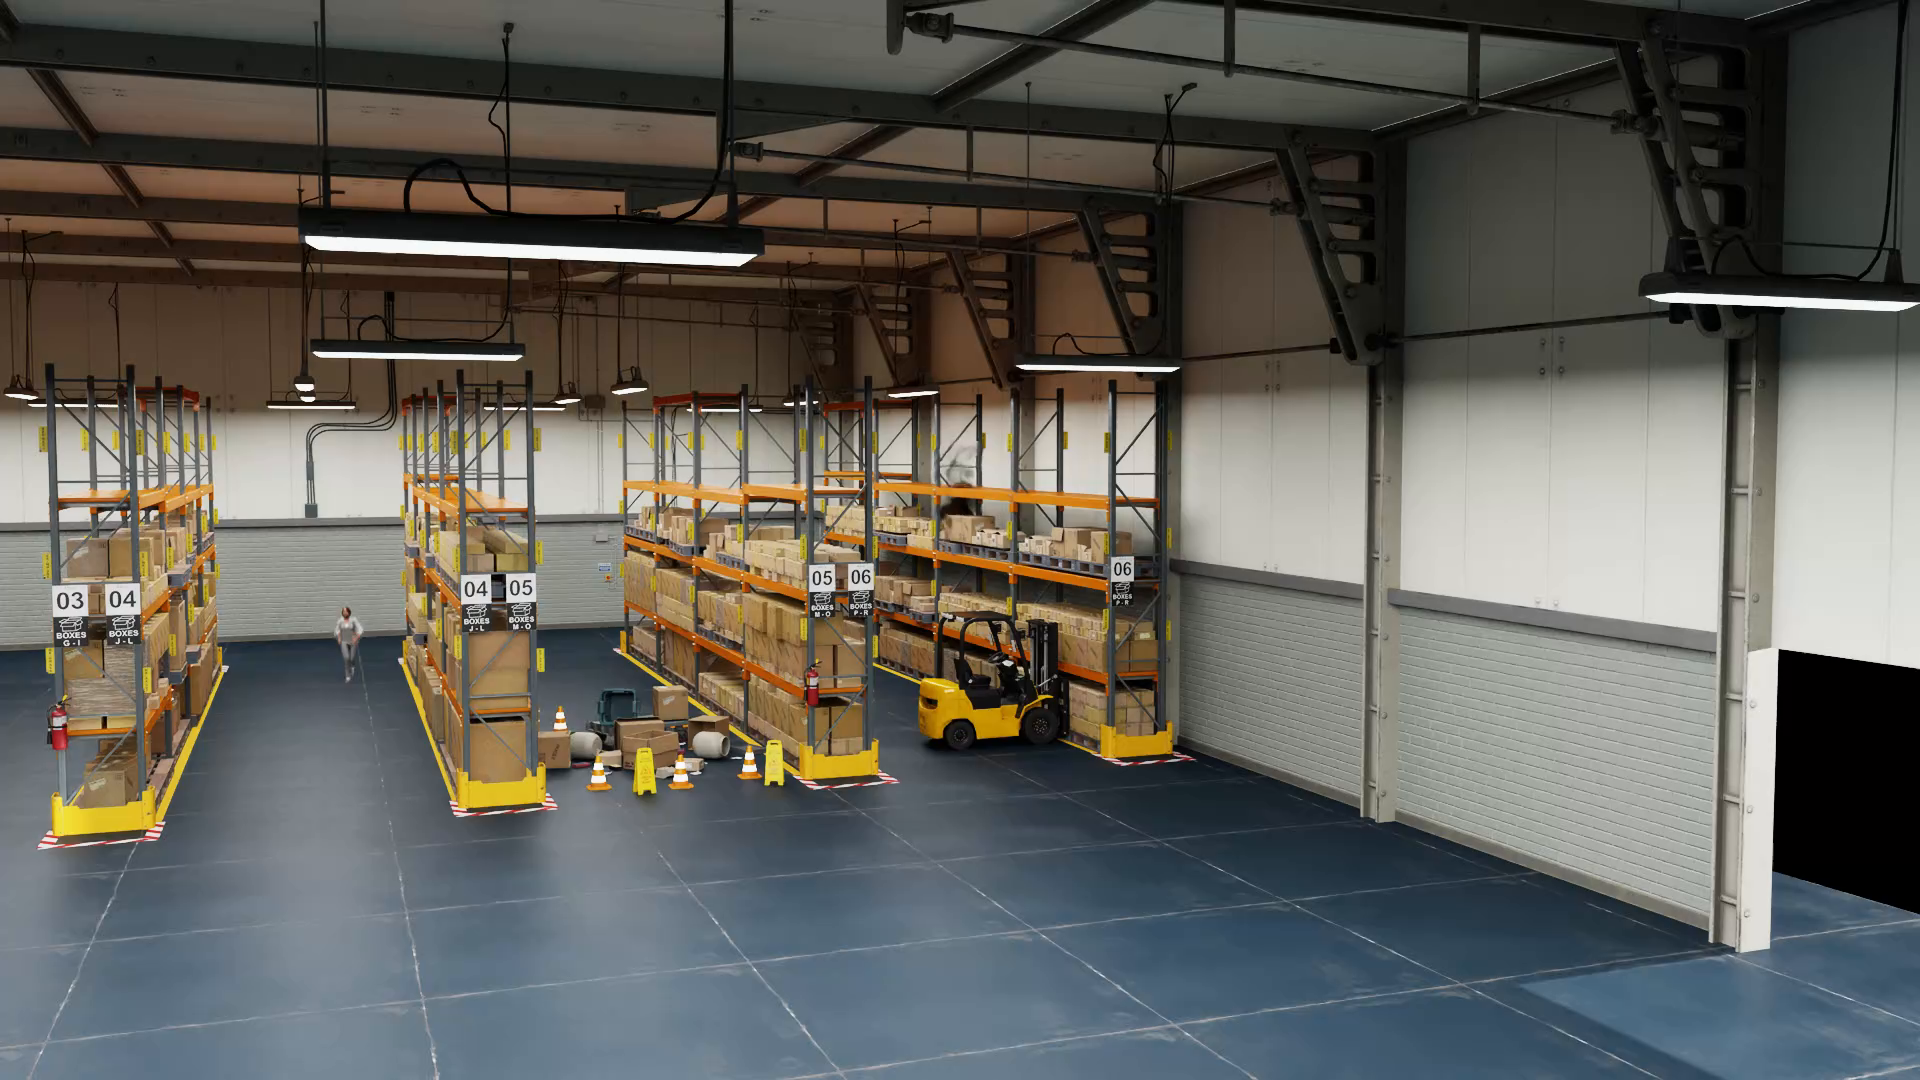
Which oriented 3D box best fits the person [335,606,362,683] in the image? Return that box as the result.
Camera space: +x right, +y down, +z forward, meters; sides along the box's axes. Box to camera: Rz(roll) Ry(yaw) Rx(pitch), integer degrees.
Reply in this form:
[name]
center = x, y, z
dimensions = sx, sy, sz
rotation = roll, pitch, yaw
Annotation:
[person]
center = -12.833, 2.188, 34.951
dimensions = 0.540, 1.586, 0.663
rotation = -1, 3, -13
